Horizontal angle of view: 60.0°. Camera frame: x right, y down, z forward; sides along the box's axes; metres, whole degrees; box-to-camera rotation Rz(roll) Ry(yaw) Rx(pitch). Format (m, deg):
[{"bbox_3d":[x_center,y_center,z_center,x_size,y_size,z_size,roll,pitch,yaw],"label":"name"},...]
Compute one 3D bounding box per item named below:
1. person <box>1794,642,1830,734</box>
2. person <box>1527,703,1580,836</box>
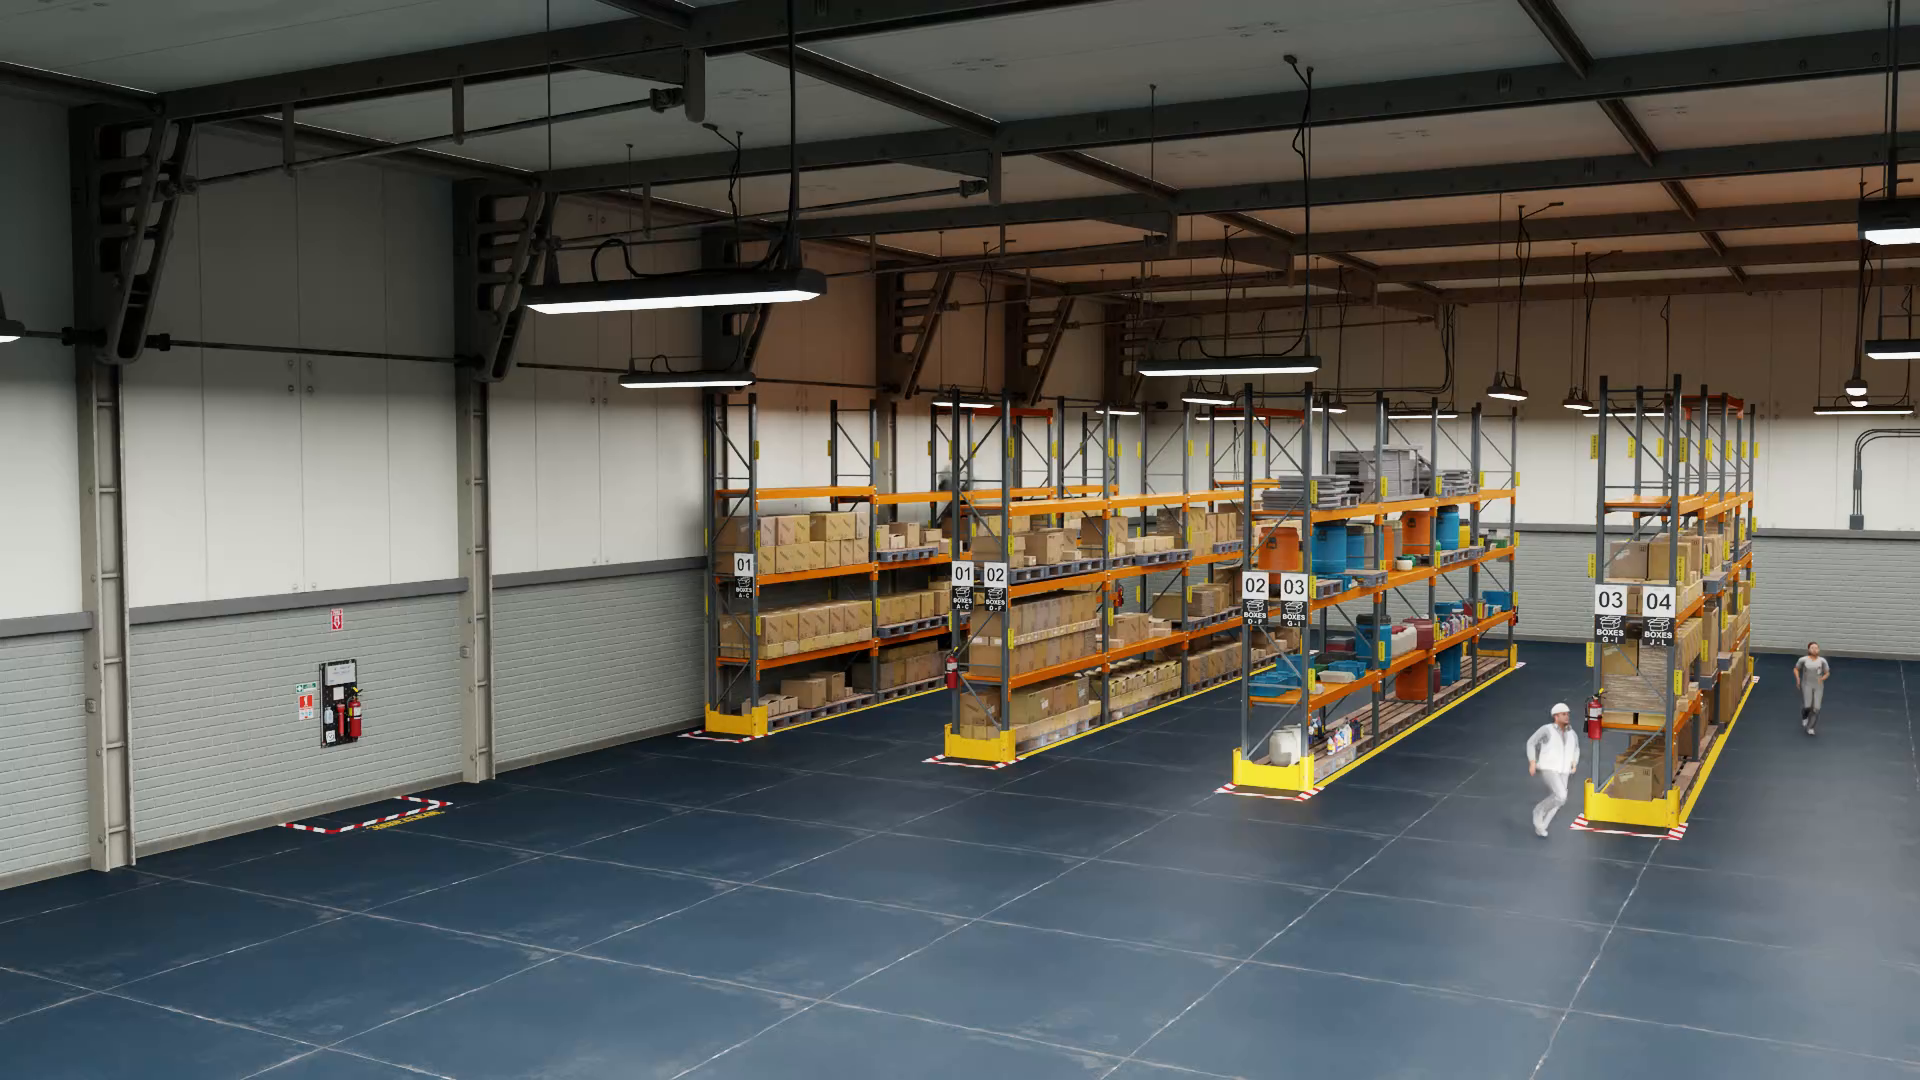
[{"bbox_3d":[15.004,2.606,29.279,0.559,1.627,0.557,1,3,20],"label":"person"},{"bbox_3d":[7.763,2.982,21.548,0.673,1.702,0.580,-1,3,-16],"label":"person"}]
